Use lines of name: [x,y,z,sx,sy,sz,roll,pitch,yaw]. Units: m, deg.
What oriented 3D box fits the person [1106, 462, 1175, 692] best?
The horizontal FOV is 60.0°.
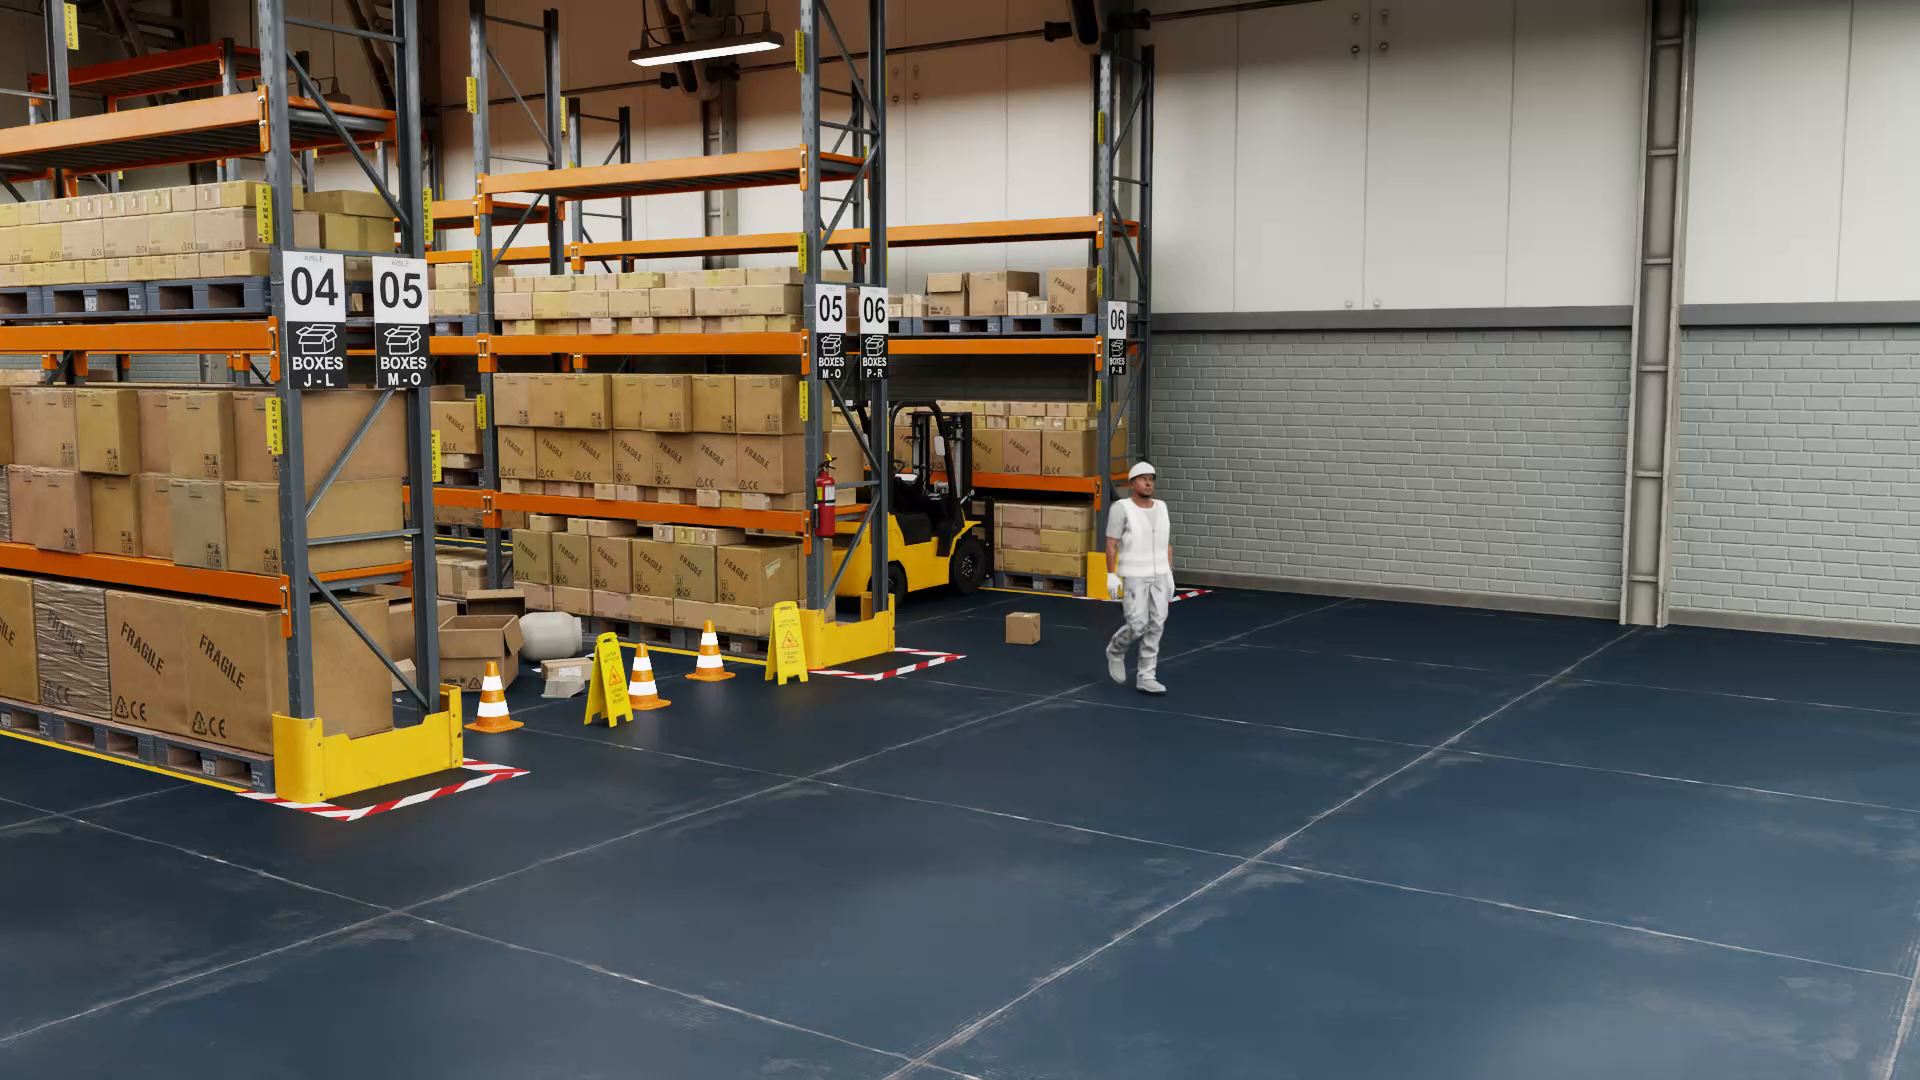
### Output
person: [1.391,0.280,12.877,0.551,1.771,0.543,-3,7,-28]
